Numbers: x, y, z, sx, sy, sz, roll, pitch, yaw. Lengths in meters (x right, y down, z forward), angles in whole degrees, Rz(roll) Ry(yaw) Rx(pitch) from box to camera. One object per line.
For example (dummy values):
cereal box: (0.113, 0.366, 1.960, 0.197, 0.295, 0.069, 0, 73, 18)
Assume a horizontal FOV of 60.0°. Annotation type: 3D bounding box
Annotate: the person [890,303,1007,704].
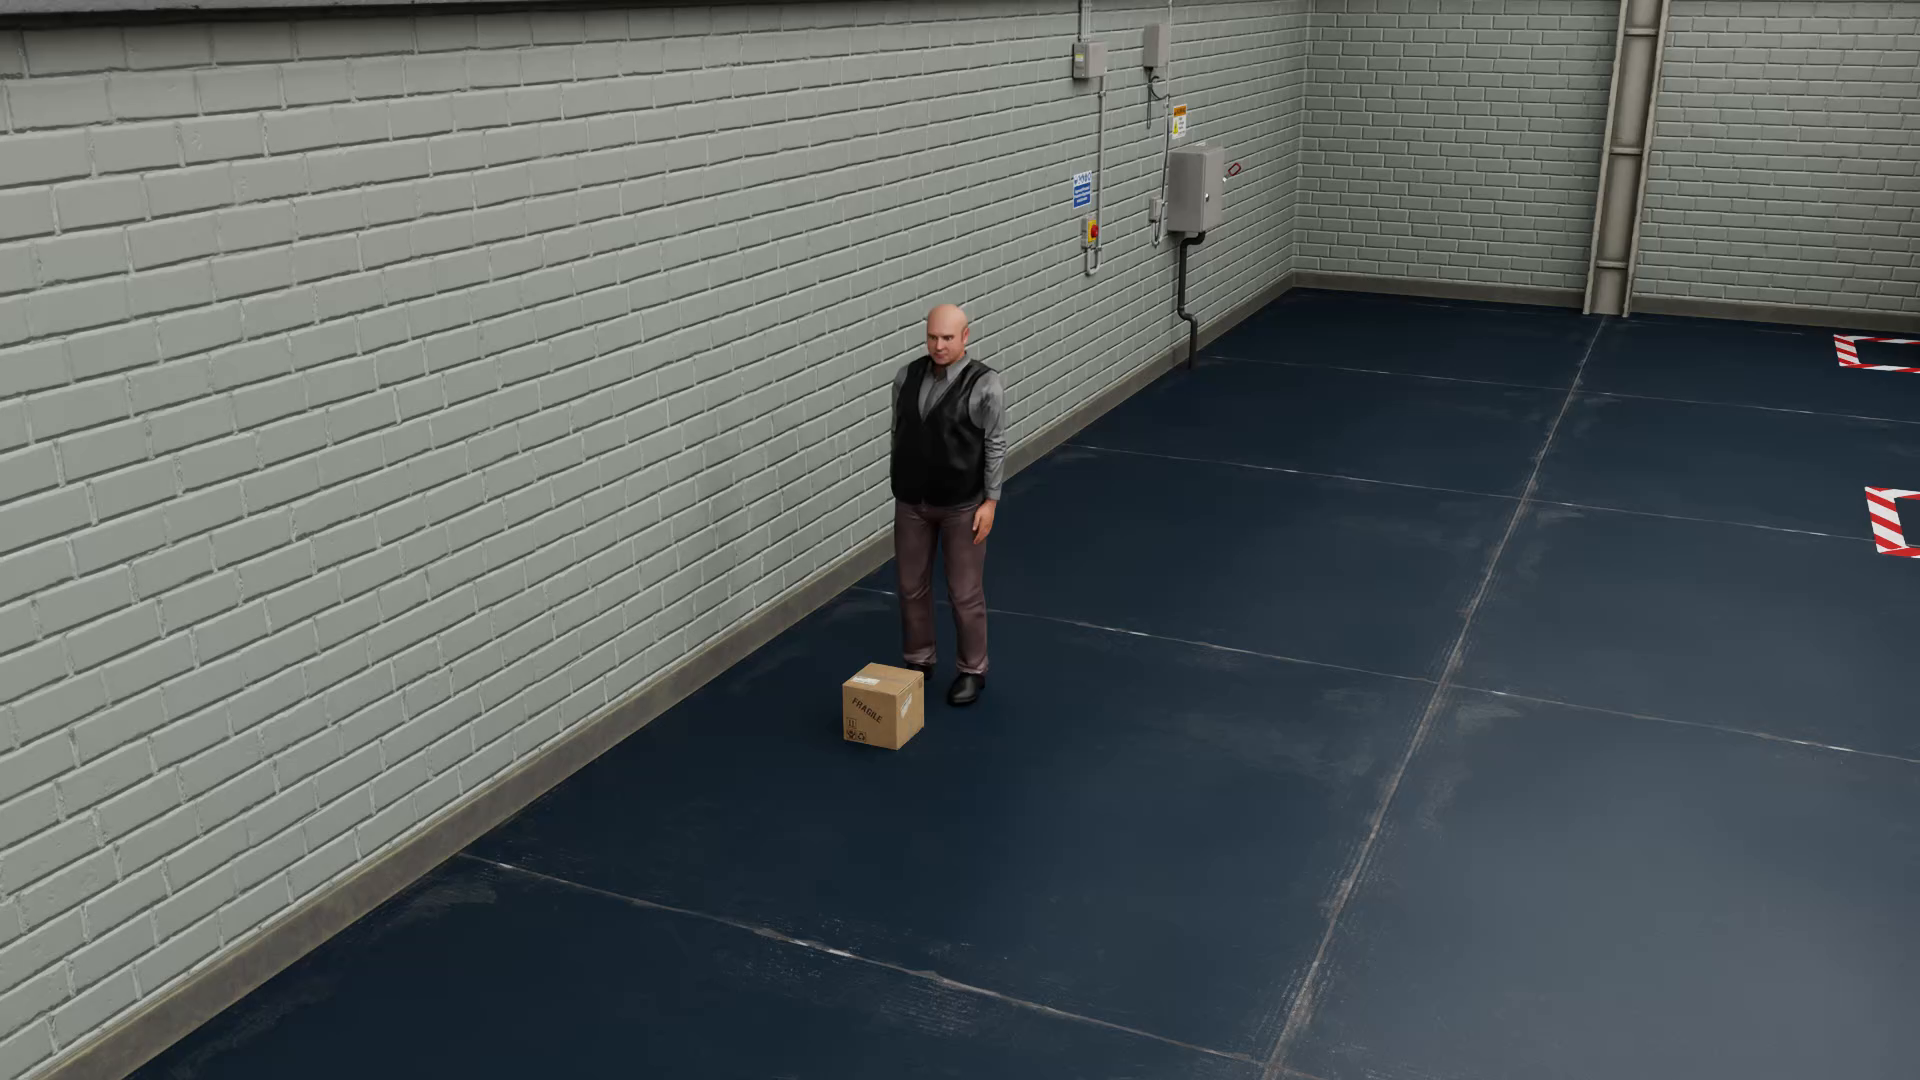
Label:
person: (-0.062, -0.152, 7.060, 0.533, 1.714, 0.359, 9, 21, 24)
